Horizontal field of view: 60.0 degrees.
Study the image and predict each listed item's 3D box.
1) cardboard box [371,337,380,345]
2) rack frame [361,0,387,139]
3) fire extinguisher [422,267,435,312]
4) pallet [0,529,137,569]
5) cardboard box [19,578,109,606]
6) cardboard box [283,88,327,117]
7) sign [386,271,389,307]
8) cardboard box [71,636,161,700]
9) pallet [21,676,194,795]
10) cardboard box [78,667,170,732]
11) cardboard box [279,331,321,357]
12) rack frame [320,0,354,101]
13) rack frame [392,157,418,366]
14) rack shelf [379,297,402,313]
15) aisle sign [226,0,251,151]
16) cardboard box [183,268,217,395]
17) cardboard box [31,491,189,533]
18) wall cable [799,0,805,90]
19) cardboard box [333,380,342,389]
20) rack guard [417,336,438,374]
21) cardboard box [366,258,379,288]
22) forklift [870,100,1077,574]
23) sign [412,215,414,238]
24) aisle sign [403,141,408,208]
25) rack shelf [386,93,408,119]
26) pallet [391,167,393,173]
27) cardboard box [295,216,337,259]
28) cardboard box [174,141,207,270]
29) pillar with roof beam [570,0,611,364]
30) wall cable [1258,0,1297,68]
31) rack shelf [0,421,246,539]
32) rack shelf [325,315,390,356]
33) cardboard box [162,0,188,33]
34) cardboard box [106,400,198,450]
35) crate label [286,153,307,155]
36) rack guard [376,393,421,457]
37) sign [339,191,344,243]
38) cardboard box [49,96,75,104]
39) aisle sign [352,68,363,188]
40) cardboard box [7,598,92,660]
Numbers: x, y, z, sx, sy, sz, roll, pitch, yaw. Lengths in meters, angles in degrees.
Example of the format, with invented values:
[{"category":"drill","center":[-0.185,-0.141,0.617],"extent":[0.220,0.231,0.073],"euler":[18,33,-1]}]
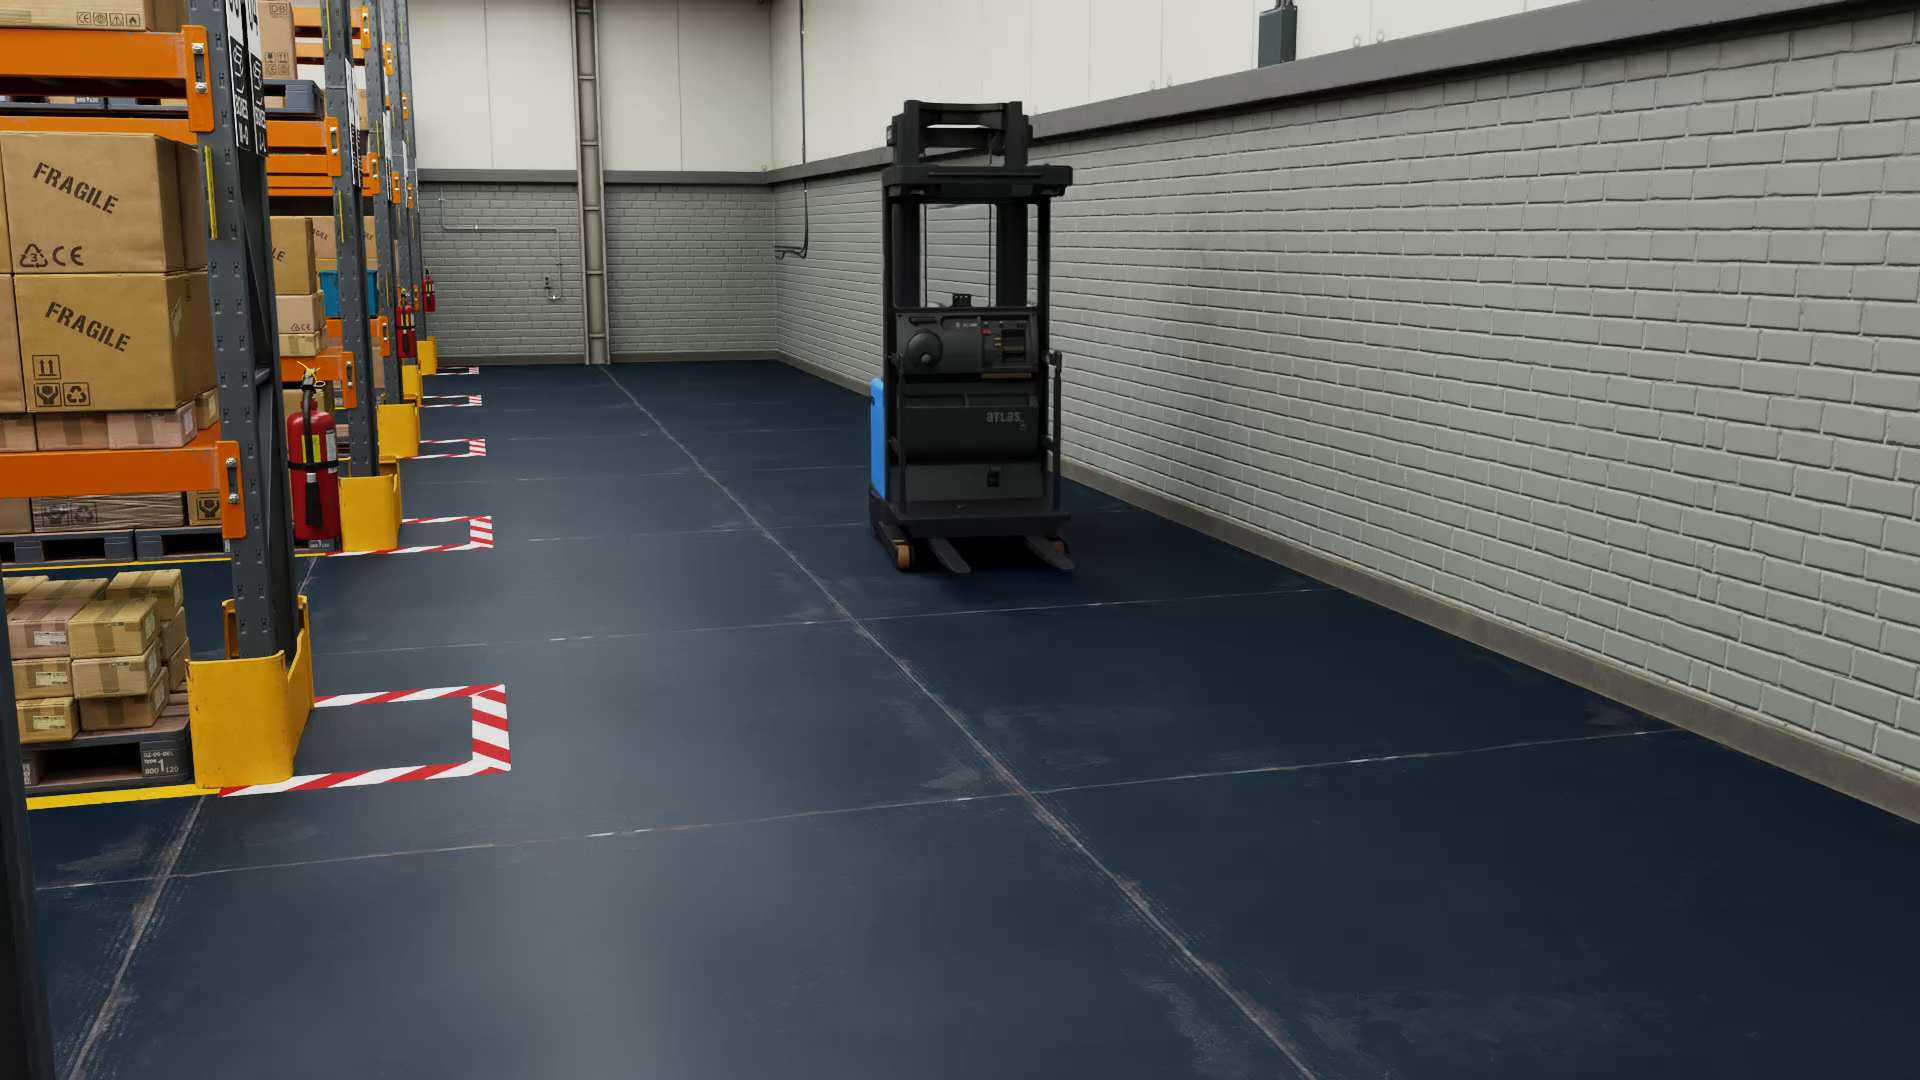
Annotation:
[{"category":"cardboard box","center":[-8.940,-3.007,25.342],"extent":[0.500,0.500,0.700],"euler":[-3,11,-16]},{"category":"rack frame","center":[-5.526,-5.311,15.543],"extent":[0.127,3.000,1.000],"euler":[-3,11,-16]},{"category":"fire extinguisher","center":[-8.022,-3.789,25.087],"extent":[0.183,0.674,0.296],"euler":[-3,11,-16]},{"category":"pallet","center":[-6.057,-0.013,11.036],"extent":[1.213,0.211,1.003],"euler":[-3,11,-16]},{"category":"cardboard box","center":[-3.682,0.273,6.851],"extent":[0.250,0.149,0.380],"euler":[-3,11,-15]},{"category":"cardboard box","center":[-7.900,-5.199,20.179],"extent":[0.500,0.500,0.700],"euler":[-3,11,-16]},{"category":"sign","center":[-5.357,-2.346,15.556],"extent":[0.005,0.325,0.100],"euler":[-3,11,-16]},{"category":"cardboard box","center":[-3.280,0.493,6.476],"extent":[0.250,0.149,0.380],"euler":[-3,11,-17]},{"category":"pallet","center":[-3.716,0.778,6.739],"extent":[1.213,0.211,1.003],"euler":[-3,11,-16]},{"category":"cardboard box","center":[-3.300,0.626,6.576],"extent":[0.250,0.149,0.380],"euler":[-3,11,-15]},{"category":"cardboard box","center":[-4.392,-1.301,11.023],"extent":[0.250,0.149,0.380],"euler":[-3,11,-15]},{"category":"rack frame","center":[-4.142,-4.450,10.866],"extent":[0.127,3.000,1.000],"euler":[-3,11,-16]},{"category":"rack frame","center":[-6.907,-3.222,20.764],"extent":[0.127,3.000,1.000],"euler":[-3,11,-16]},{"category":"rack shelf","center":[-8.828,-2.767,20.280],"extent":[4.000,0.370,1.077],"euler":[-3,11,-16]},{"category":"aisle sign","center":[-2.699,-1.863,6.199],"extent":[0.004,0.787,0.394],"euler":[-3,11,-16]},{"category":"cardboard box","center":[-3.361,-0.853,6.799],"extent":[0.500,0.500,0.500],"euler":[-2,11,-13]},{"category":"cardboard box","center":[-5.608,-0.569,11.062],"extent":[0.875,0.875,0.875],"euler":[-3,11,-16]},{"category":"wall cable","center":[-2.009,-7.744,23.384],"extent":[0.112,2.526,3.097],"euler":[-3,11,-16]},{"category":"cardboard box","center":[-7.774,-1.970,20.573],"extent":[0.250,0.166,0.380],"euler":[-3,11,-16]},{"category":"rack guard","center":[-8.272,-2.855,25.674],"extent":[0.348,0.500,1.175],"euler":[-3,11,-16]},{"category":"cardboard box","center":[-7.261,-3.201,20.375],"extent":[0.500,0.500,0.500],"euler":[-3,11,-14]},{"category":"forklift","center":[0.084,-1.318,10.613],"extent":[1.130,2.935,3.031],"euler":[-2,11,-9]},{"category":"sign","center":[-8.157,-4.674,24.798],"extent":[0.005,0.325,0.100],"euler":[-3,11,-16]},{"category":"aisle sign","center":[-6.756,-4.451,20.258],"extent":[0.004,0.787,0.394],"euler":[-3,11,-16]},{"category":"rack shelf","center":[-10.216,-6.382,24.449],"extent":[4.000,0.370,1.077],"euler":[-3,11,-16]},{"category":"pallet","center":[-9.005,-5.475,24.964],"extent":[1.213,0.211,1.003],"euler":[-3,11,-16]},{"category":"cardboard box","center":[-7.743,-3.667,20.143],"extent":[0.500,0.500,0.500],"euler":[-3,11,-14]},{"category":"cardboard box","center":[-3.358,-1.343,6.698],"extent":[0.500,0.500,0.500],"euler":[-3,11,-16]},{"category":"pillar with roof beam","center":[-4.742,-6.572,22.392],"extent":[0.400,9.000,9.100],"euler":[-3,11,-16]},{"category":"wall cable","center":[2.250,-5.719,8.874],"extent":[0.120,5.999,2.277],"euler":[-3,11,-16]},{"category":"rack shelf","center":[-4.773,-0.178,6.213],"extent":[4.000,0.370,1.077],"euler":[-3,11,-16]},{"category":"rack shelf","center":[-7.447,-1.906,15.601],"extent":[4.000,0.370,1.077],"euler":[-3,11,-16]},{"category":"cardboard box","center":[-3.355,-2.056,6.558],"extent":[0.500,0.250,0.500],"euler":[-3,11,-14]},{"category":"cardboard box","center":[-3.087,-0.443,6.364],"extent":[0.250,0.149,0.380],"euler":[-3,11,-16]},{"category":"crate label","center":[-6.503,-3.772,15.879],"extent":[0.502,0.251,0.408],"euler":[-3,11,-16]},{"category":"rack guard","center":[-5.507,-1.135,16.331],"extent":[0.348,0.500,1.175],"euler":[-3,11,-16]},{"category":"sign","center":[-4.004,-2.091,10.766],"extent":[0.005,0.325,0.100],"euler":[-3,11,-16]},{"category":"cardboard box","center":[-10.292,-5.067,19.463],"extent":[0.500,0.500,0.700],"euler":[-3,11,-16]},{"category":"aisle sign","center":[-4.157,-2.834,11.477],"extent":[0.004,0.787,0.394],"euler":[-3,11,-16]},{"category":"cardboard box","center":[-3.547,0.344,6.464],"extent":[0.250,0.149,0.380],"euler":[-3,11,-15]}]
